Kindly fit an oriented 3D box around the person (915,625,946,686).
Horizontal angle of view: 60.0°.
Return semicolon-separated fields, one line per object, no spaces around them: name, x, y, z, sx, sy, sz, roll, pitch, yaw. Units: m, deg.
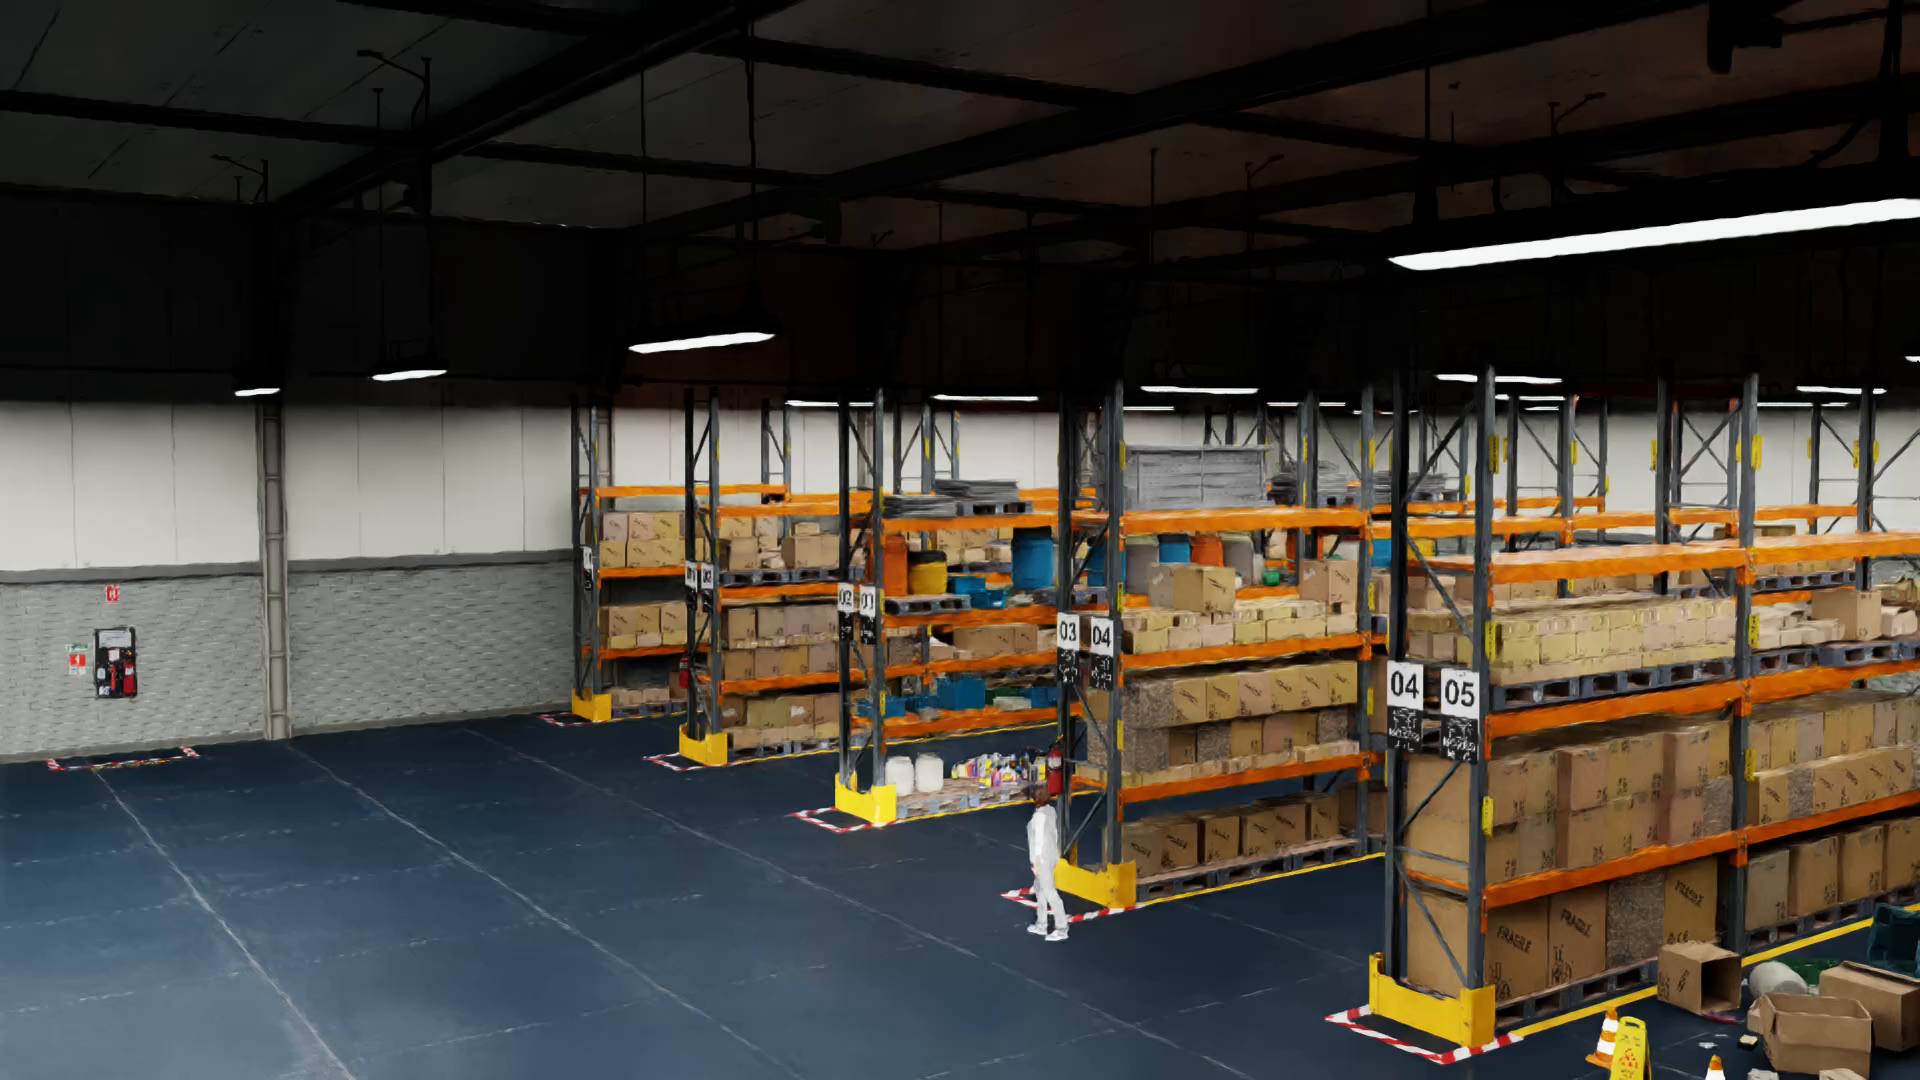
person;-0.578;2.411;31.268;1.174;1.697;0.589;-2;4;-35

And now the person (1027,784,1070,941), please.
person;0.904;3.344;17.265;0.518;1.579;0.469;1;4;22
